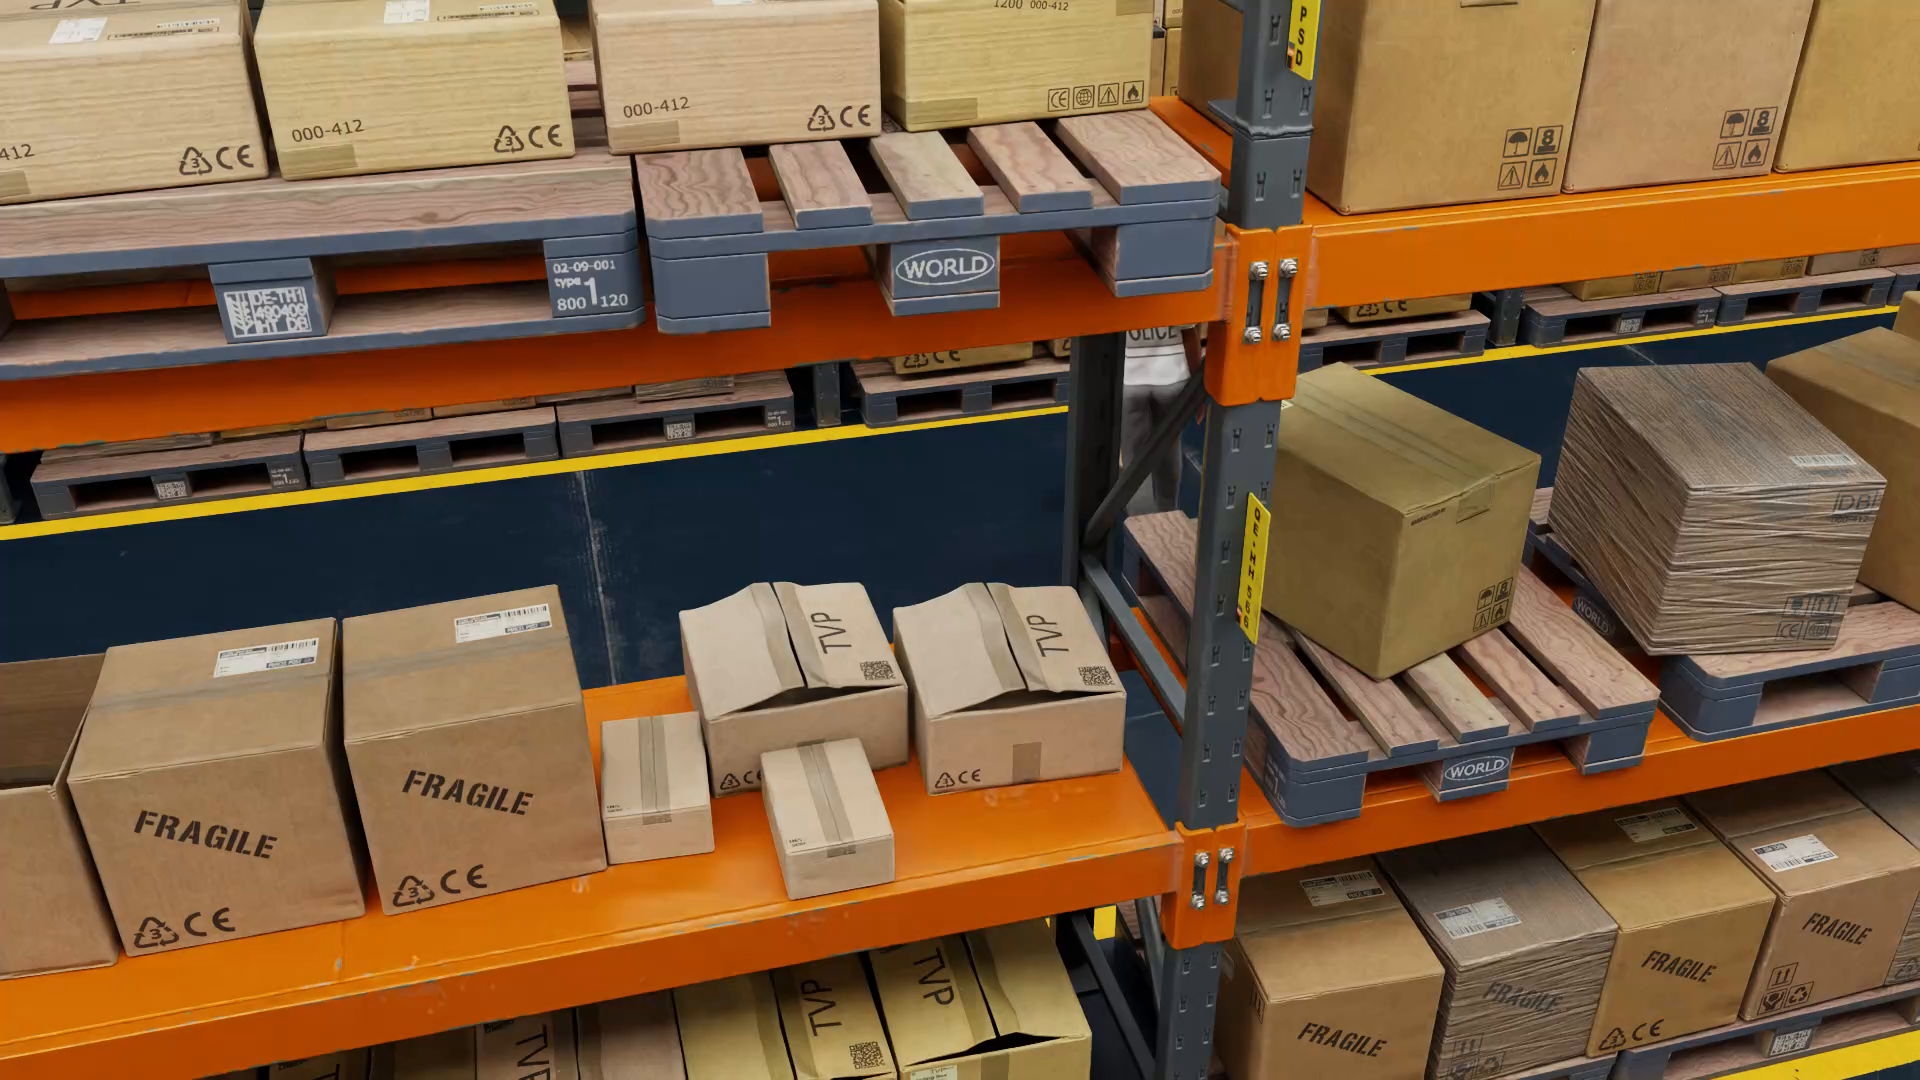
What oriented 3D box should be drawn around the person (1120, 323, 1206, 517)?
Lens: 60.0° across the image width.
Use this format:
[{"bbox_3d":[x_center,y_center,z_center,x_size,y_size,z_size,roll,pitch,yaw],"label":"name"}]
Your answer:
[{"bbox_3d":[0.812,-0.672,7.307,0.495,1.741,0.580,-1,30,-2],"label":"person"}]
